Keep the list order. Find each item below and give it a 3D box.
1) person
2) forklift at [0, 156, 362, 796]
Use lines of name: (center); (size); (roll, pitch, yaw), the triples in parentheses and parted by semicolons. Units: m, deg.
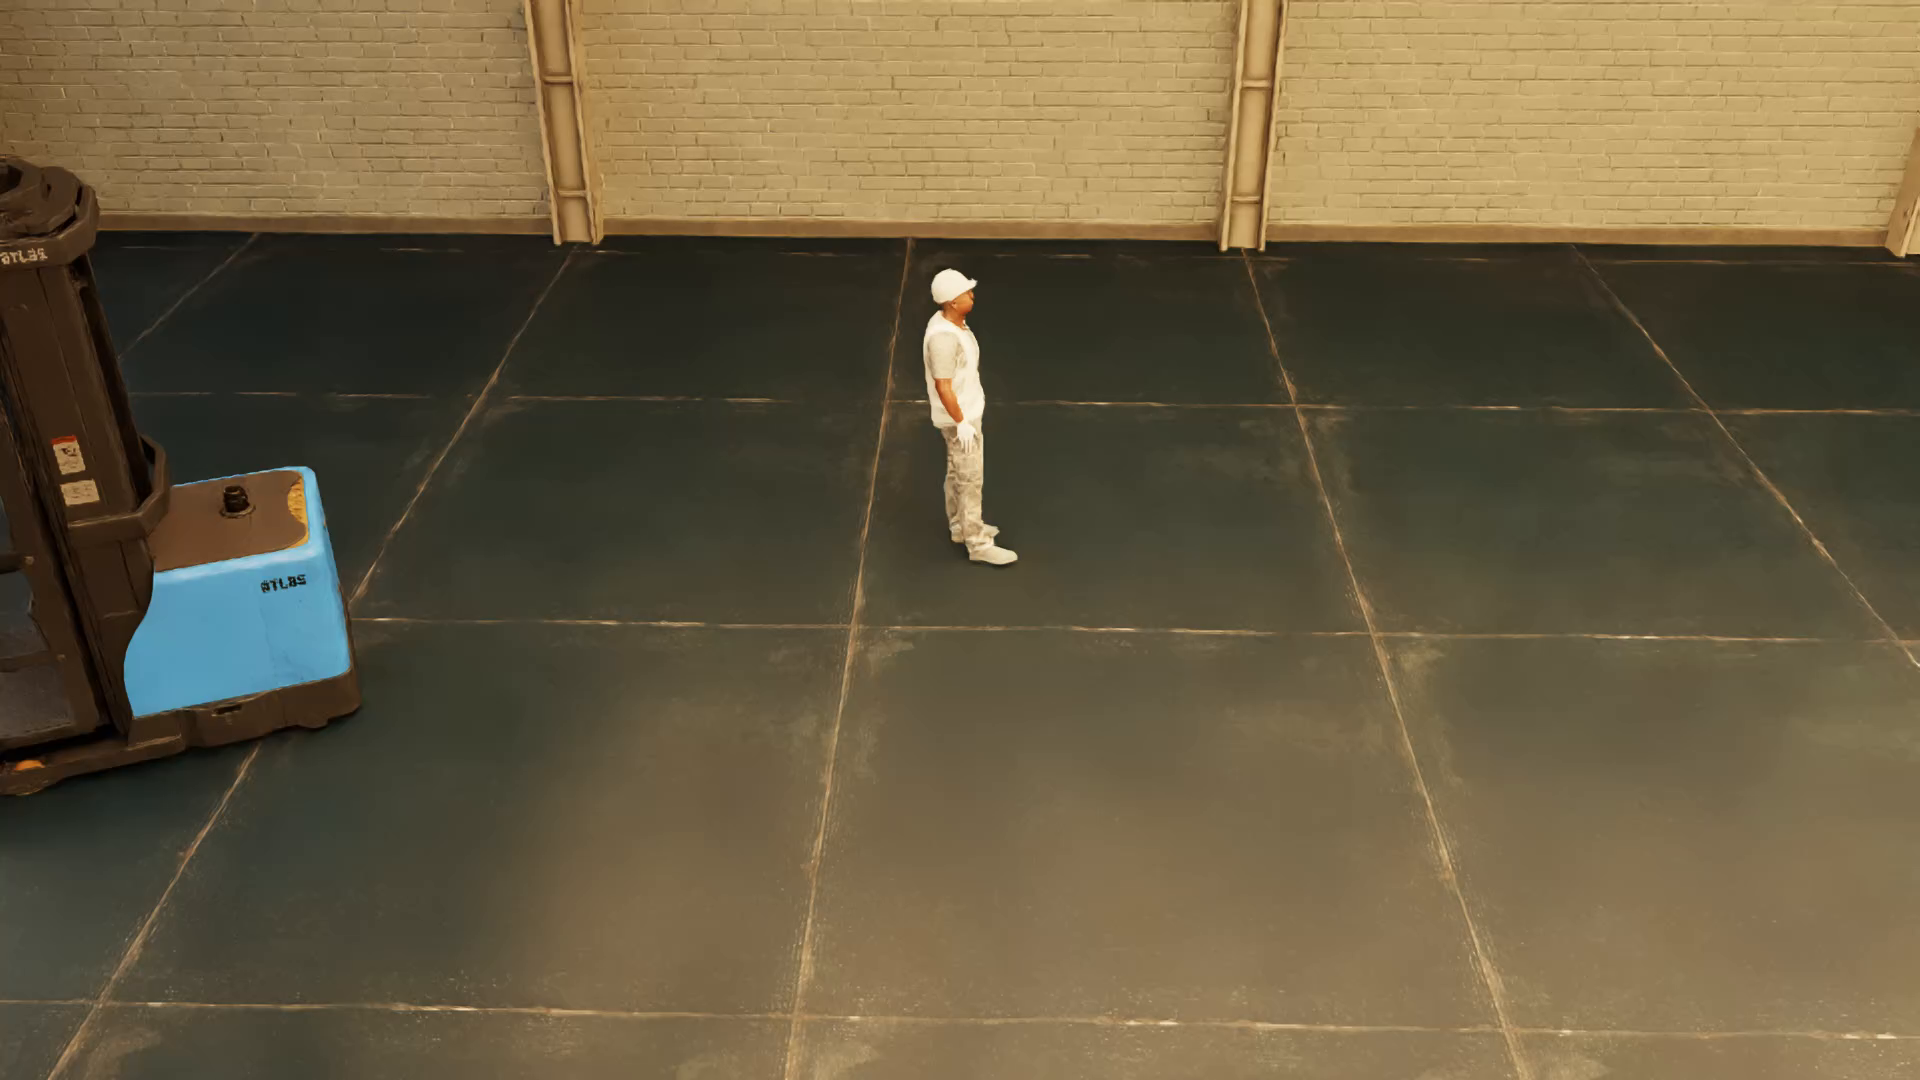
person: (0.072, -0.769, 10.035); (0.576, 1.782, 0.655); (1, 31, 1)
forklift: (-4.768, -0.260, 8.055); (3.031, 2.935, 1.130); (-11, 32, -18)
